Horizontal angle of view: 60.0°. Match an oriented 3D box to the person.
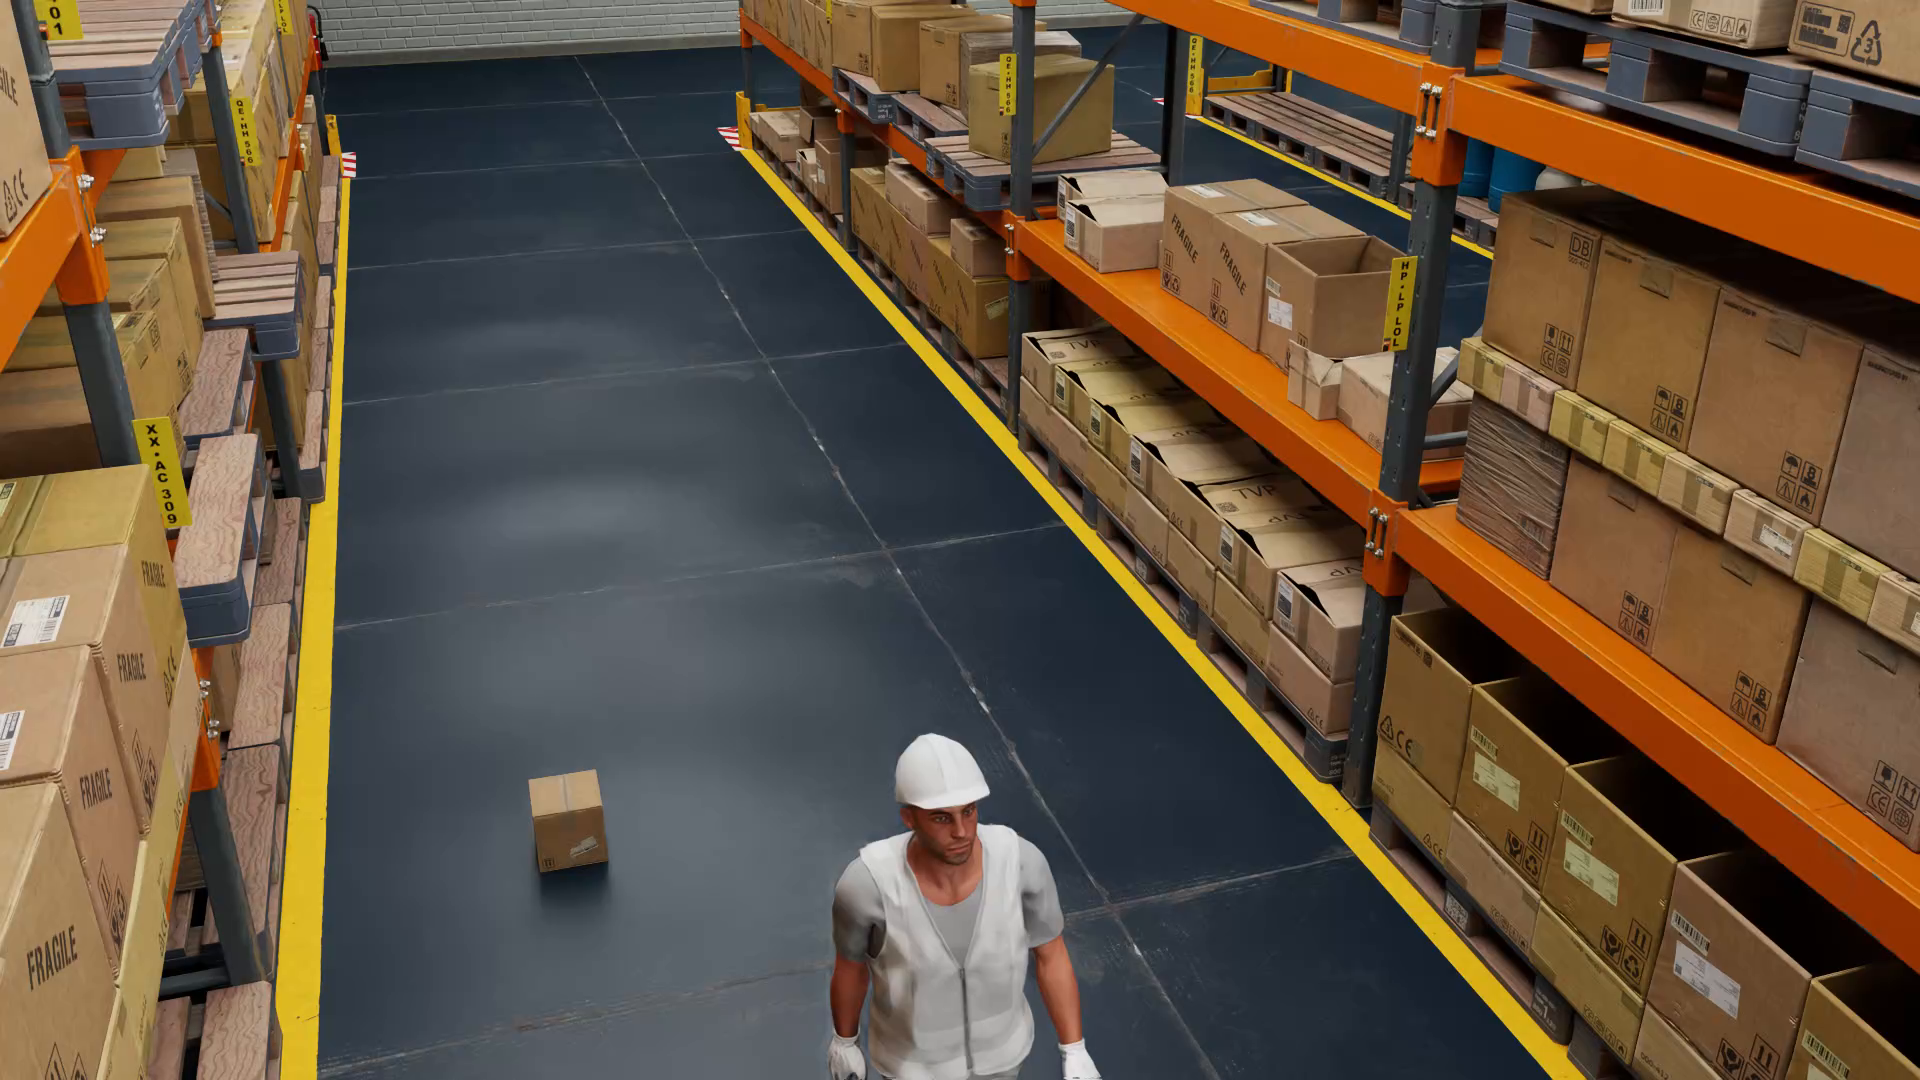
[{"bbox_3d":[0.016,1.259,4.018,0.583,1.740,1.057,-10,28,-19],"label":"person"}]
